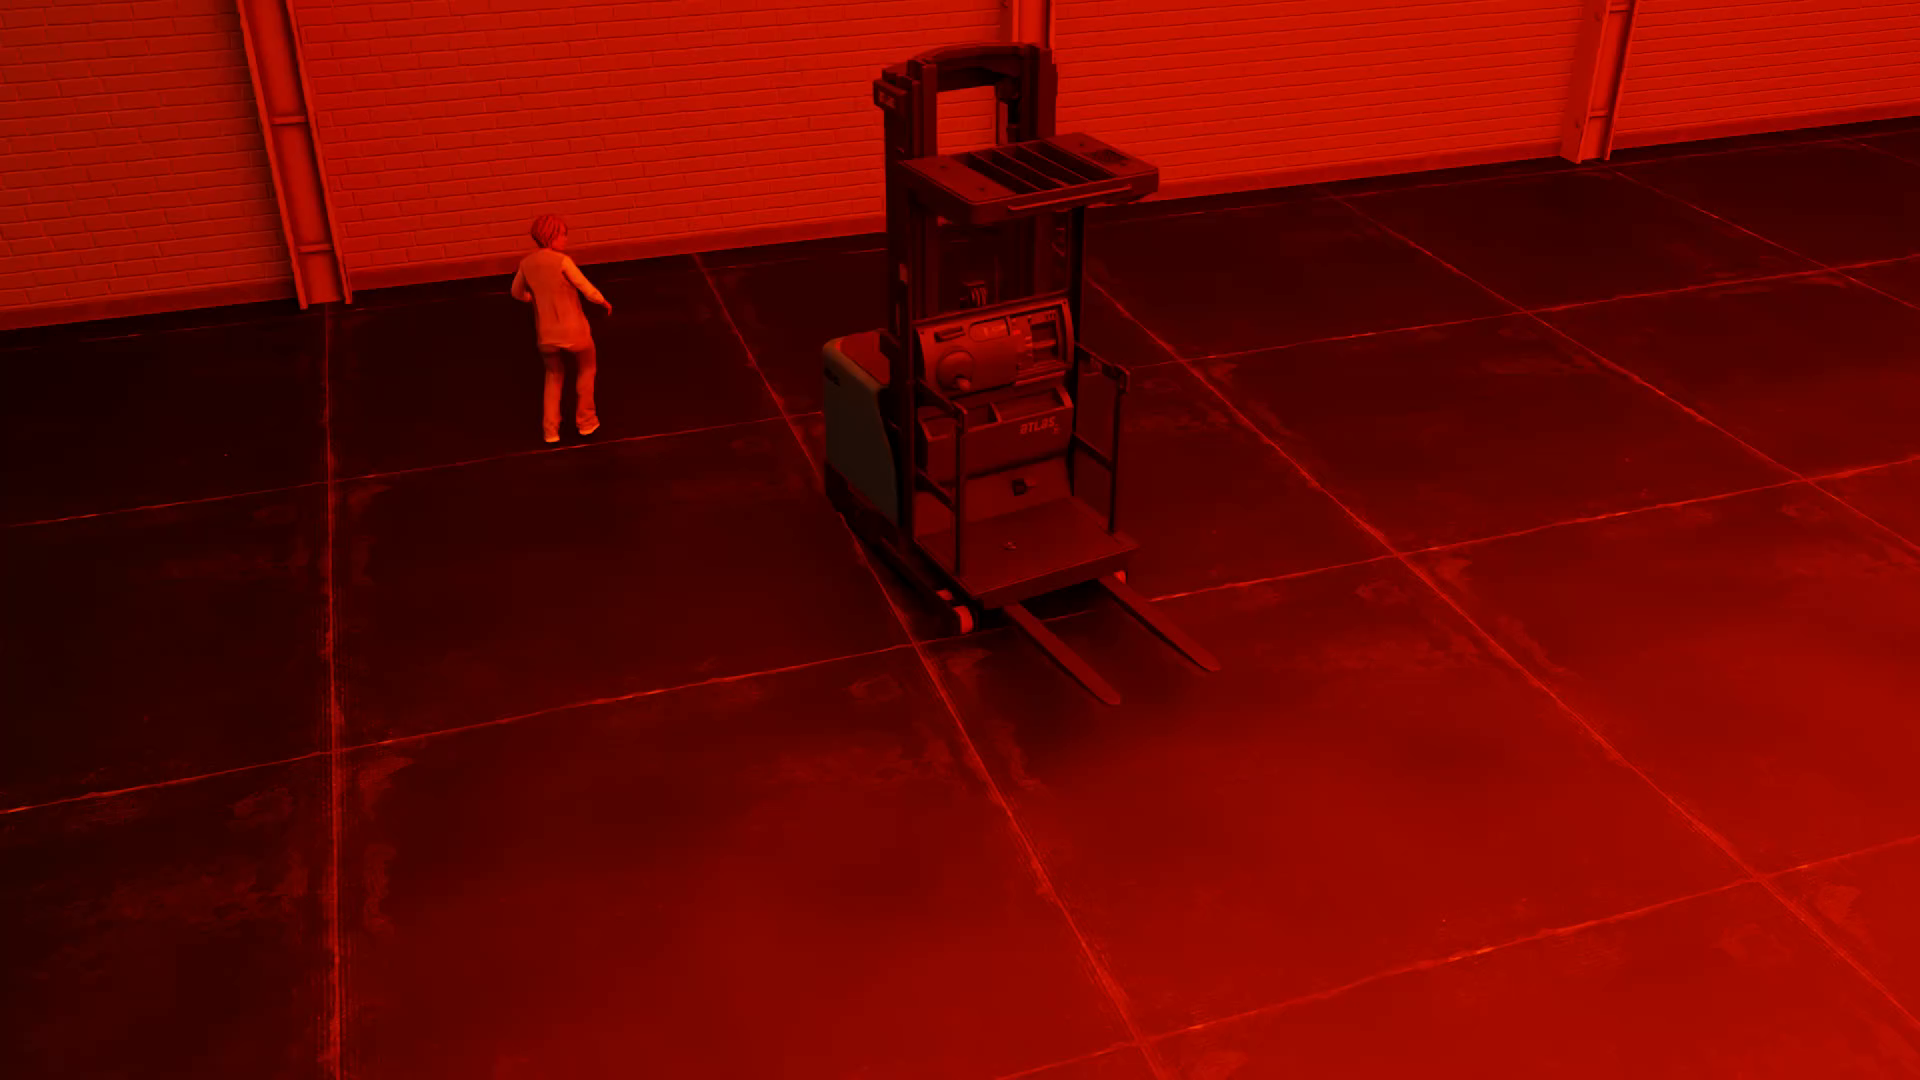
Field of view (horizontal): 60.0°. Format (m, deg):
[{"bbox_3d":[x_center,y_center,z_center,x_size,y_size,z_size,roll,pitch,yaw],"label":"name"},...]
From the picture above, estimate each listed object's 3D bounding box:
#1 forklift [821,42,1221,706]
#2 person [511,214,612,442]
[{"bbox_3d":[0.305,-1.005,8.834,1.130,2.935,3.031,-15,33,-25],"label":"forklift"},{"bbox_3d":[-2.606,-1.383,10.936,0.657,1.549,0.570,4,30,7],"label":"person"}]
